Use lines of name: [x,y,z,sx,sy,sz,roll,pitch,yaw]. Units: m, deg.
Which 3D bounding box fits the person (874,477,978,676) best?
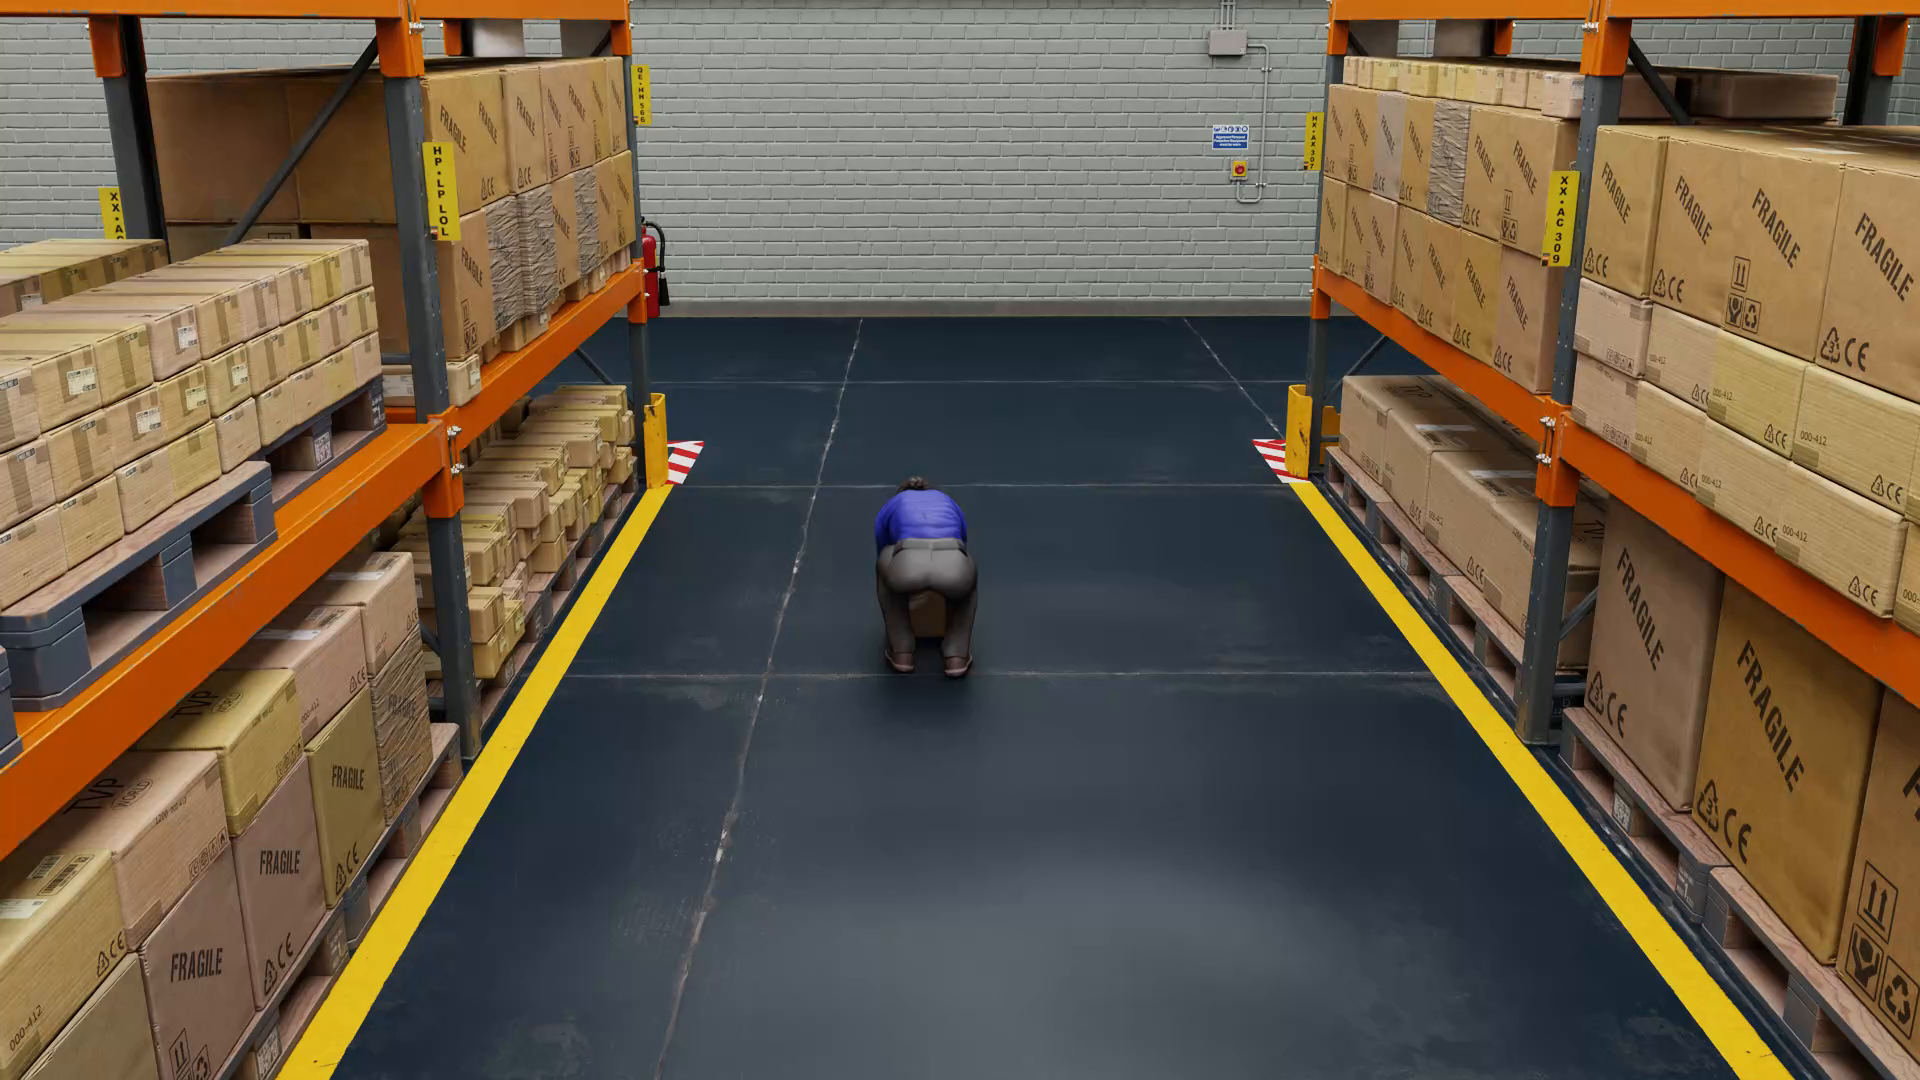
person: [-0.144,0.159,7.140,0.447,0.742,0.862,-1,17,-2]
